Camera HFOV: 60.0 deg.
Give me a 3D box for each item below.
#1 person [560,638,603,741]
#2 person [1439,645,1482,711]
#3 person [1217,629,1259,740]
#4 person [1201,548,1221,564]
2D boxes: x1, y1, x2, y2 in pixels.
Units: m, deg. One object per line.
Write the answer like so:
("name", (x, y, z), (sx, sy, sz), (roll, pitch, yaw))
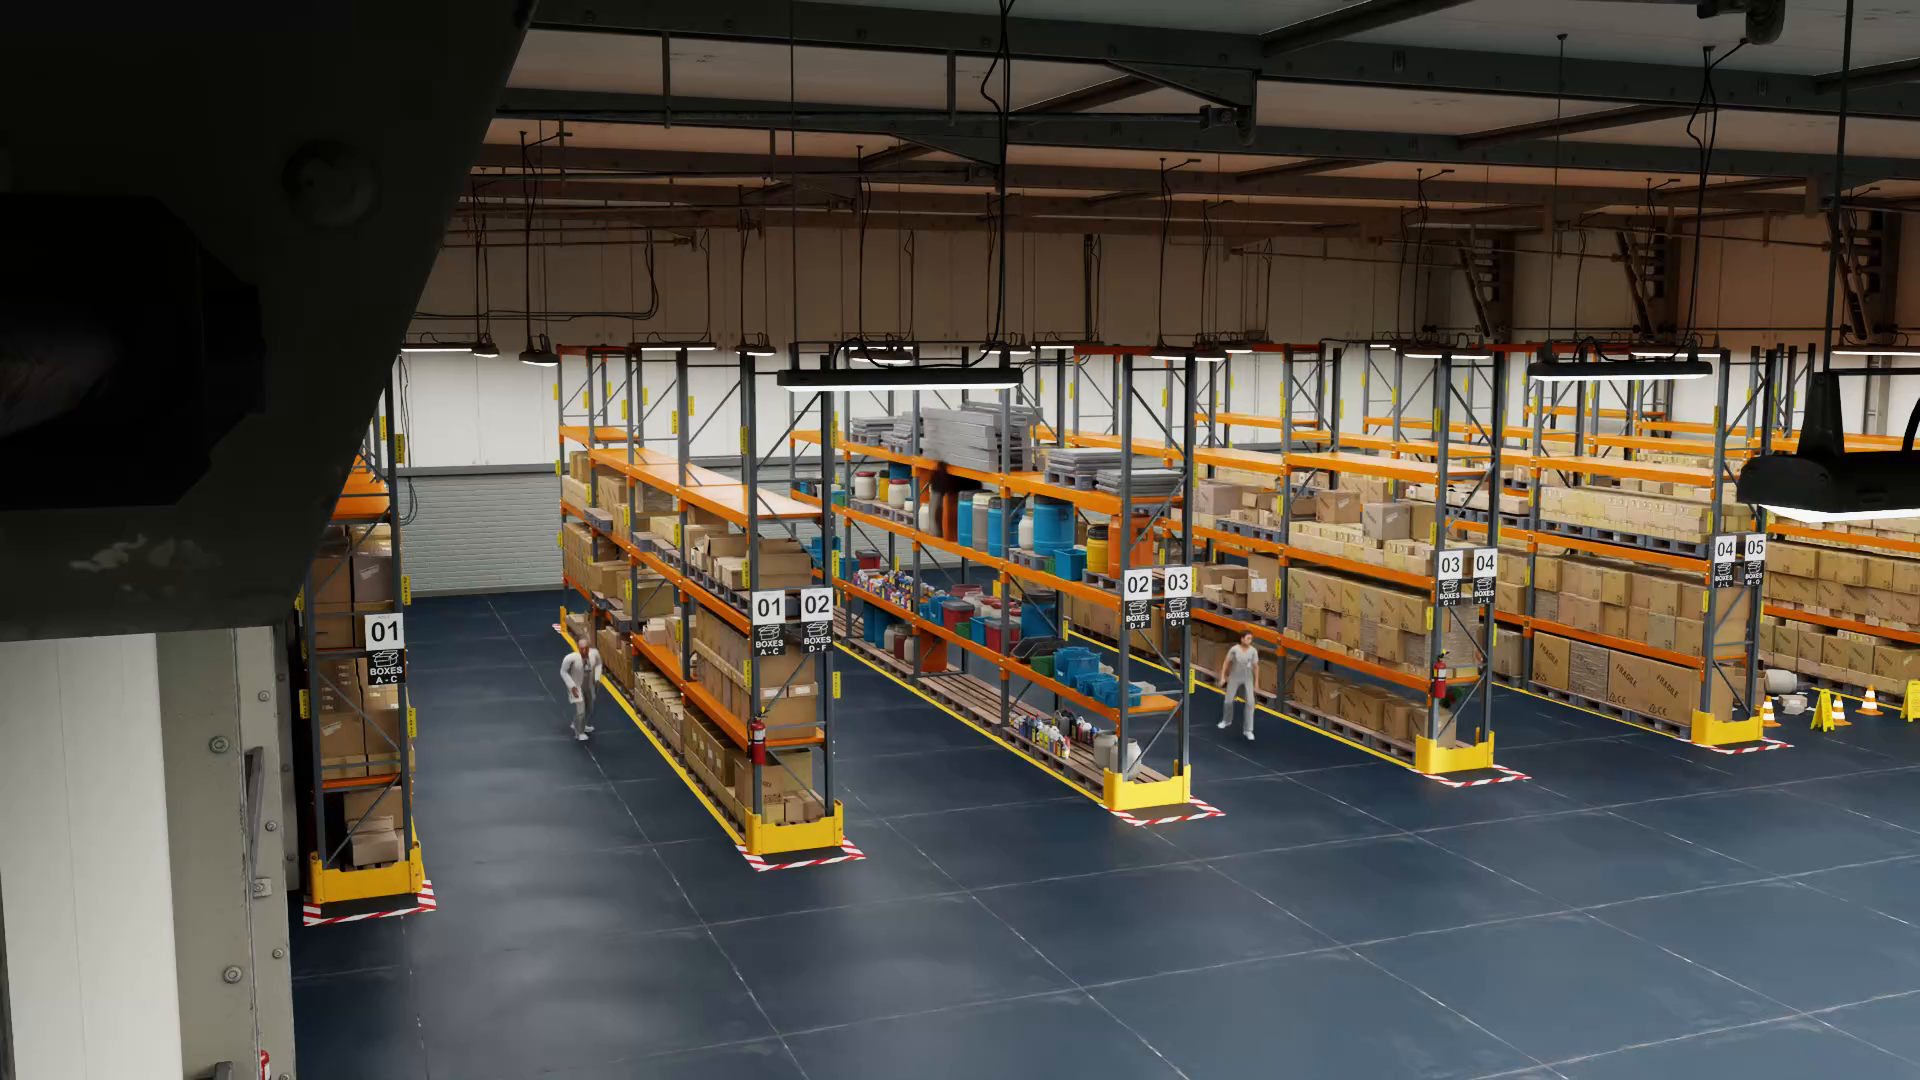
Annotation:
("person", (-5.861, 2.268, 25.652), (0.738, 1.637, 0.884), (-7, 10, -44))
("person", (8.080, 2.050, 26.875), (0.650, 1.726, 0.824), (-6, 9, -38))
("person", (4.316, 2.194, 25.726), (0.615, 1.663, 0.766), (1, 7, 5))
("person", (6.454, 0.051, 42.653), (0.639, 1.763, 0.845), (6, 9, 38))
